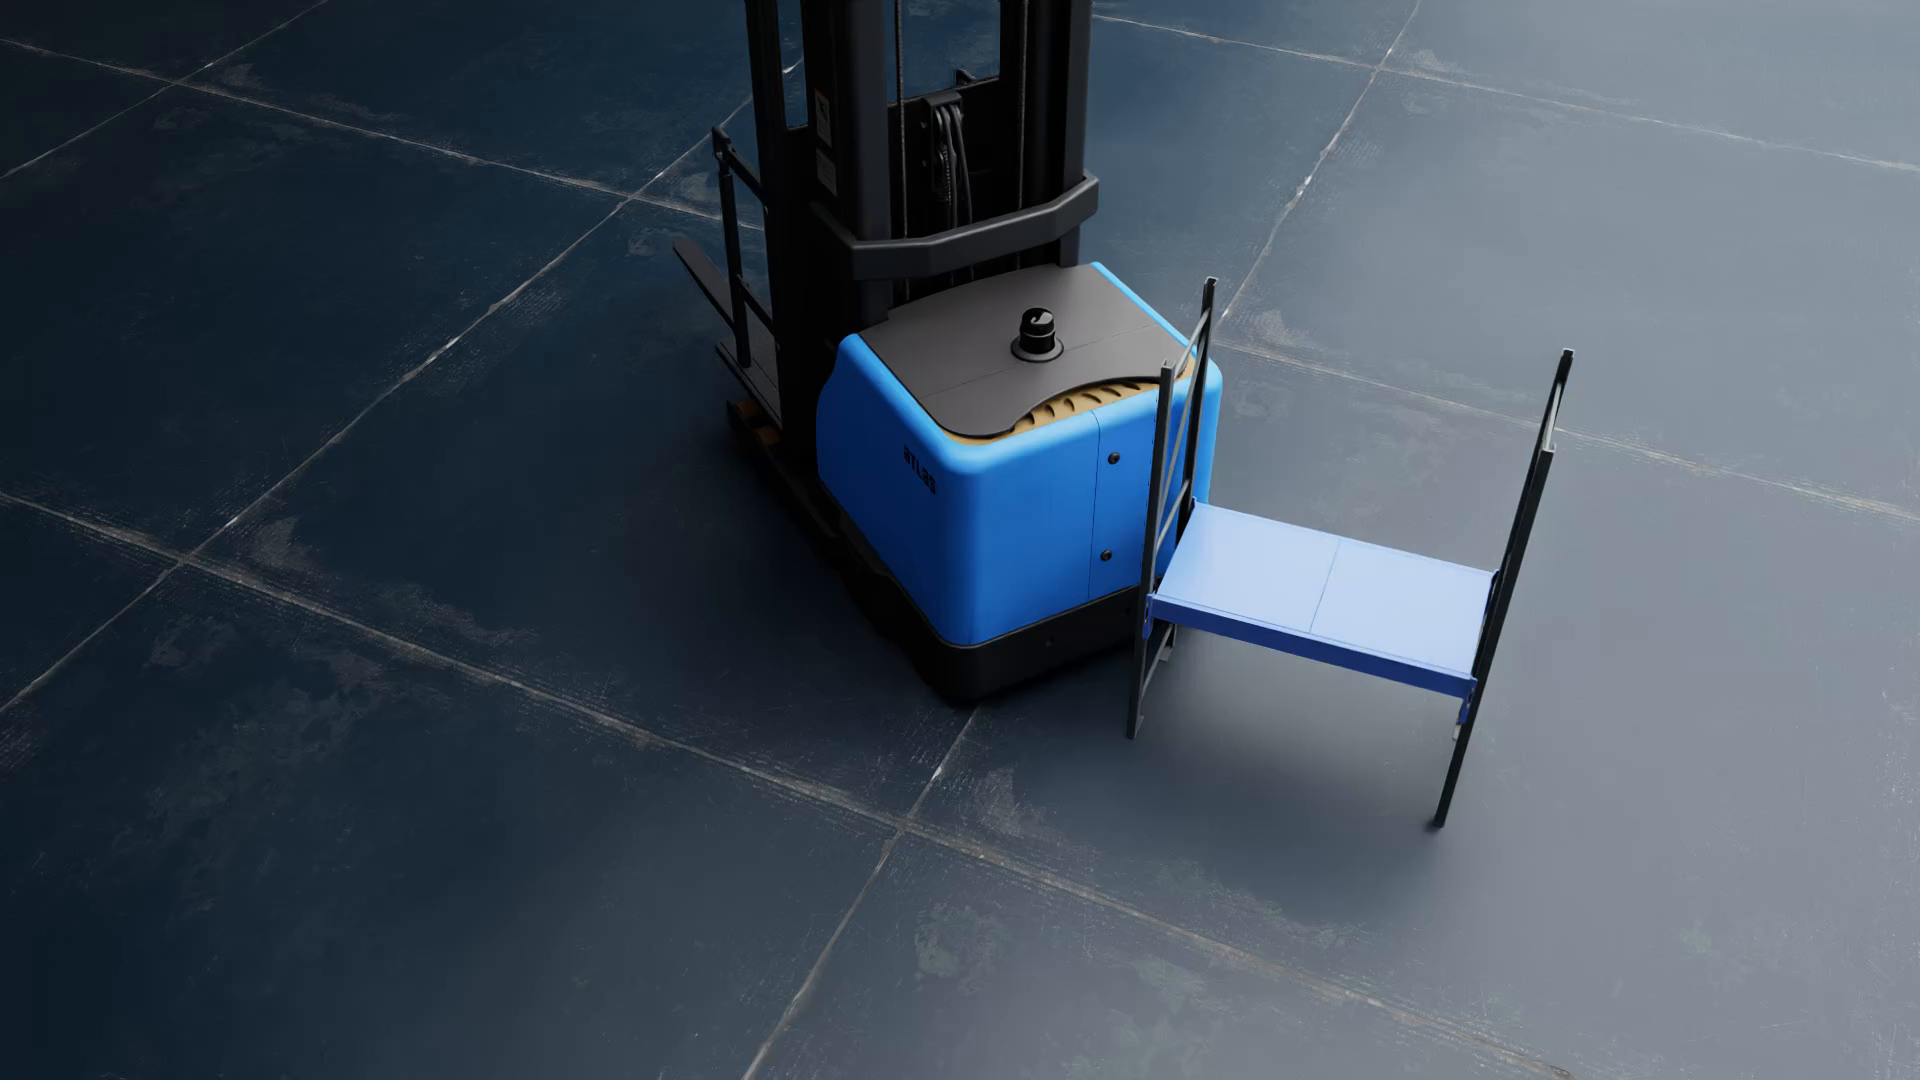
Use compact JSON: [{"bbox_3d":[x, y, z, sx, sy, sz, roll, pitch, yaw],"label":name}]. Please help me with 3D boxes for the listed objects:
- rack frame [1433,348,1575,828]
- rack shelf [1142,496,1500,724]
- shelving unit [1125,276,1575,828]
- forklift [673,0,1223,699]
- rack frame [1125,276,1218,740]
[{"bbox_3d":[1.602,0.187,4.939,0.032,1.500,0.500,14,43,16],"label":"rack frame"},{"bbox_3d":[1.129,0.201,5.197,1.000,0.185,0.538,14,43,16],"label":"rack shelf"},{"bbox_3d":[1.129,0.065,5.079,1.048,1.500,0.538,14,43,16],"label":"shelving unit"},{"bbox_3d":[-0.286,-1.529,5.826,1.130,2.935,3.031,-20,45,-21],"label":"forklift"},{"bbox_3d":[0.656,-0.056,5.219,0.032,1.500,0.500,14,43,16],"label":"rack frame"}]
